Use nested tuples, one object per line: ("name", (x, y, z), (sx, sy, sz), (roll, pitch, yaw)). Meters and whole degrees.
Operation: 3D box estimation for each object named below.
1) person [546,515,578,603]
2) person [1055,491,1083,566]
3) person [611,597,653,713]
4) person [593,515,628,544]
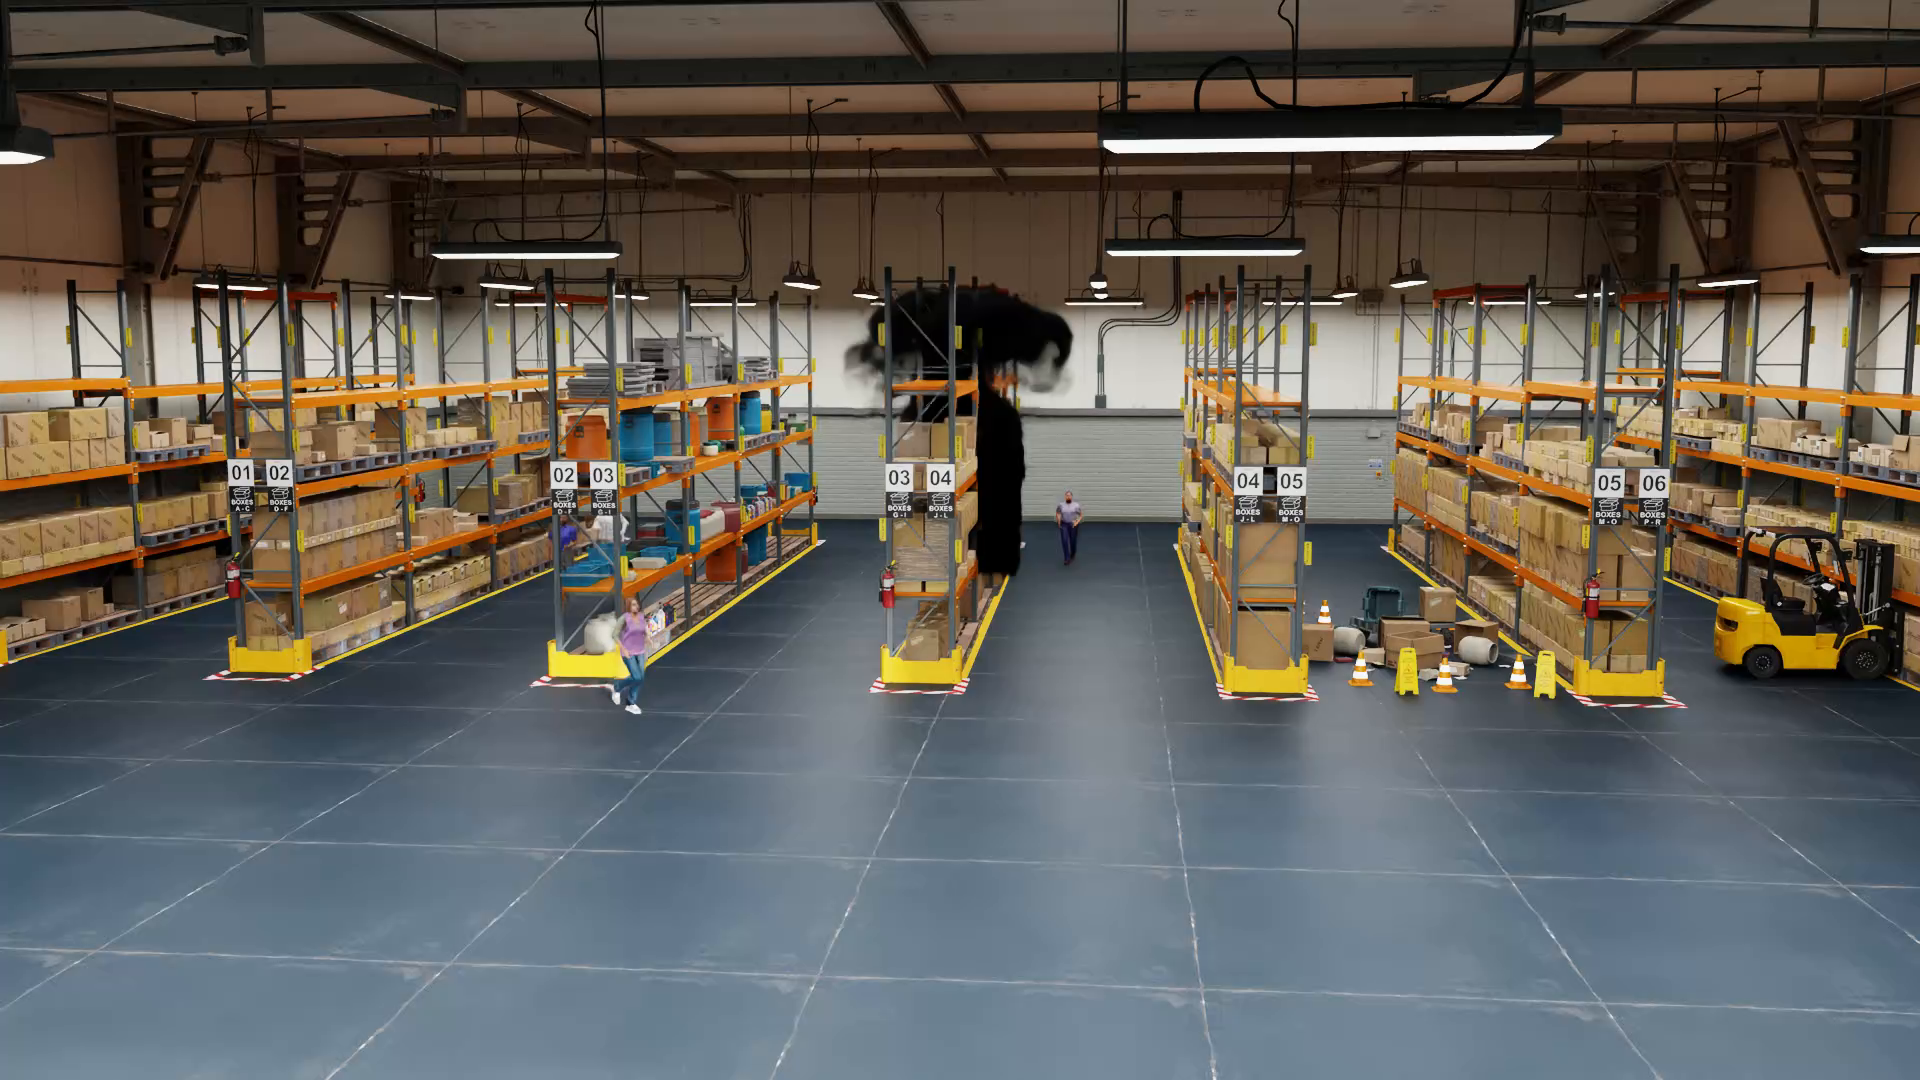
("person", (-7.056, 0.328, 29.509), (0.552, 1.667, 0.619), (-1, 7, -11))
("person", (2.420, -0.272, 36.957), (0.618, 1.616, 0.742), (1, 7, 5))
("person", (-4.387, 1.546, 22.312), (0.575, 1.553, 0.529), (6, 9, 40))
("person", (-6.662, 0.061, 31.562), (0.578, 1.798, 0.704), (1, 7, 9))
